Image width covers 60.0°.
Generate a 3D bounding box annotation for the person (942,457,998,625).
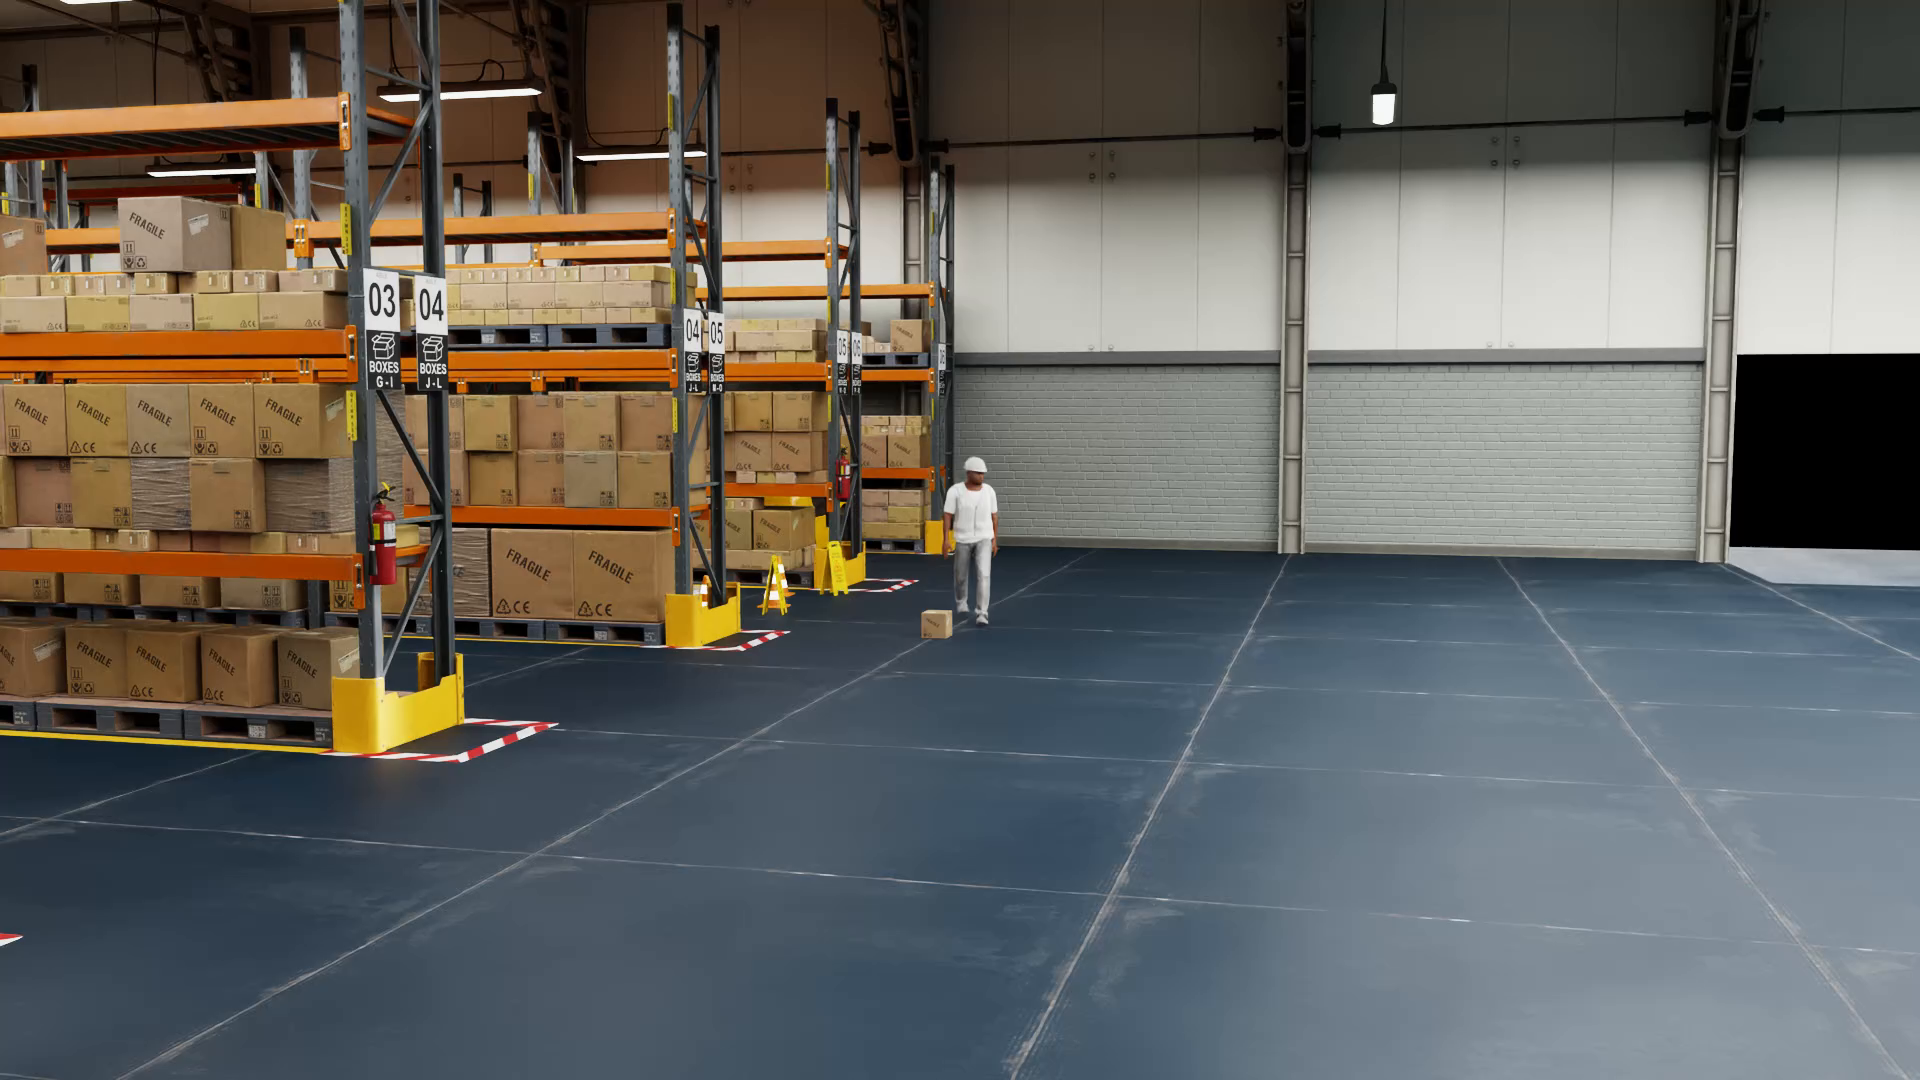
[{"bbox_3d":[0.104,0.001,17.394,0.606,1.749,0.927,0,5,-6],"label":"person"}]
